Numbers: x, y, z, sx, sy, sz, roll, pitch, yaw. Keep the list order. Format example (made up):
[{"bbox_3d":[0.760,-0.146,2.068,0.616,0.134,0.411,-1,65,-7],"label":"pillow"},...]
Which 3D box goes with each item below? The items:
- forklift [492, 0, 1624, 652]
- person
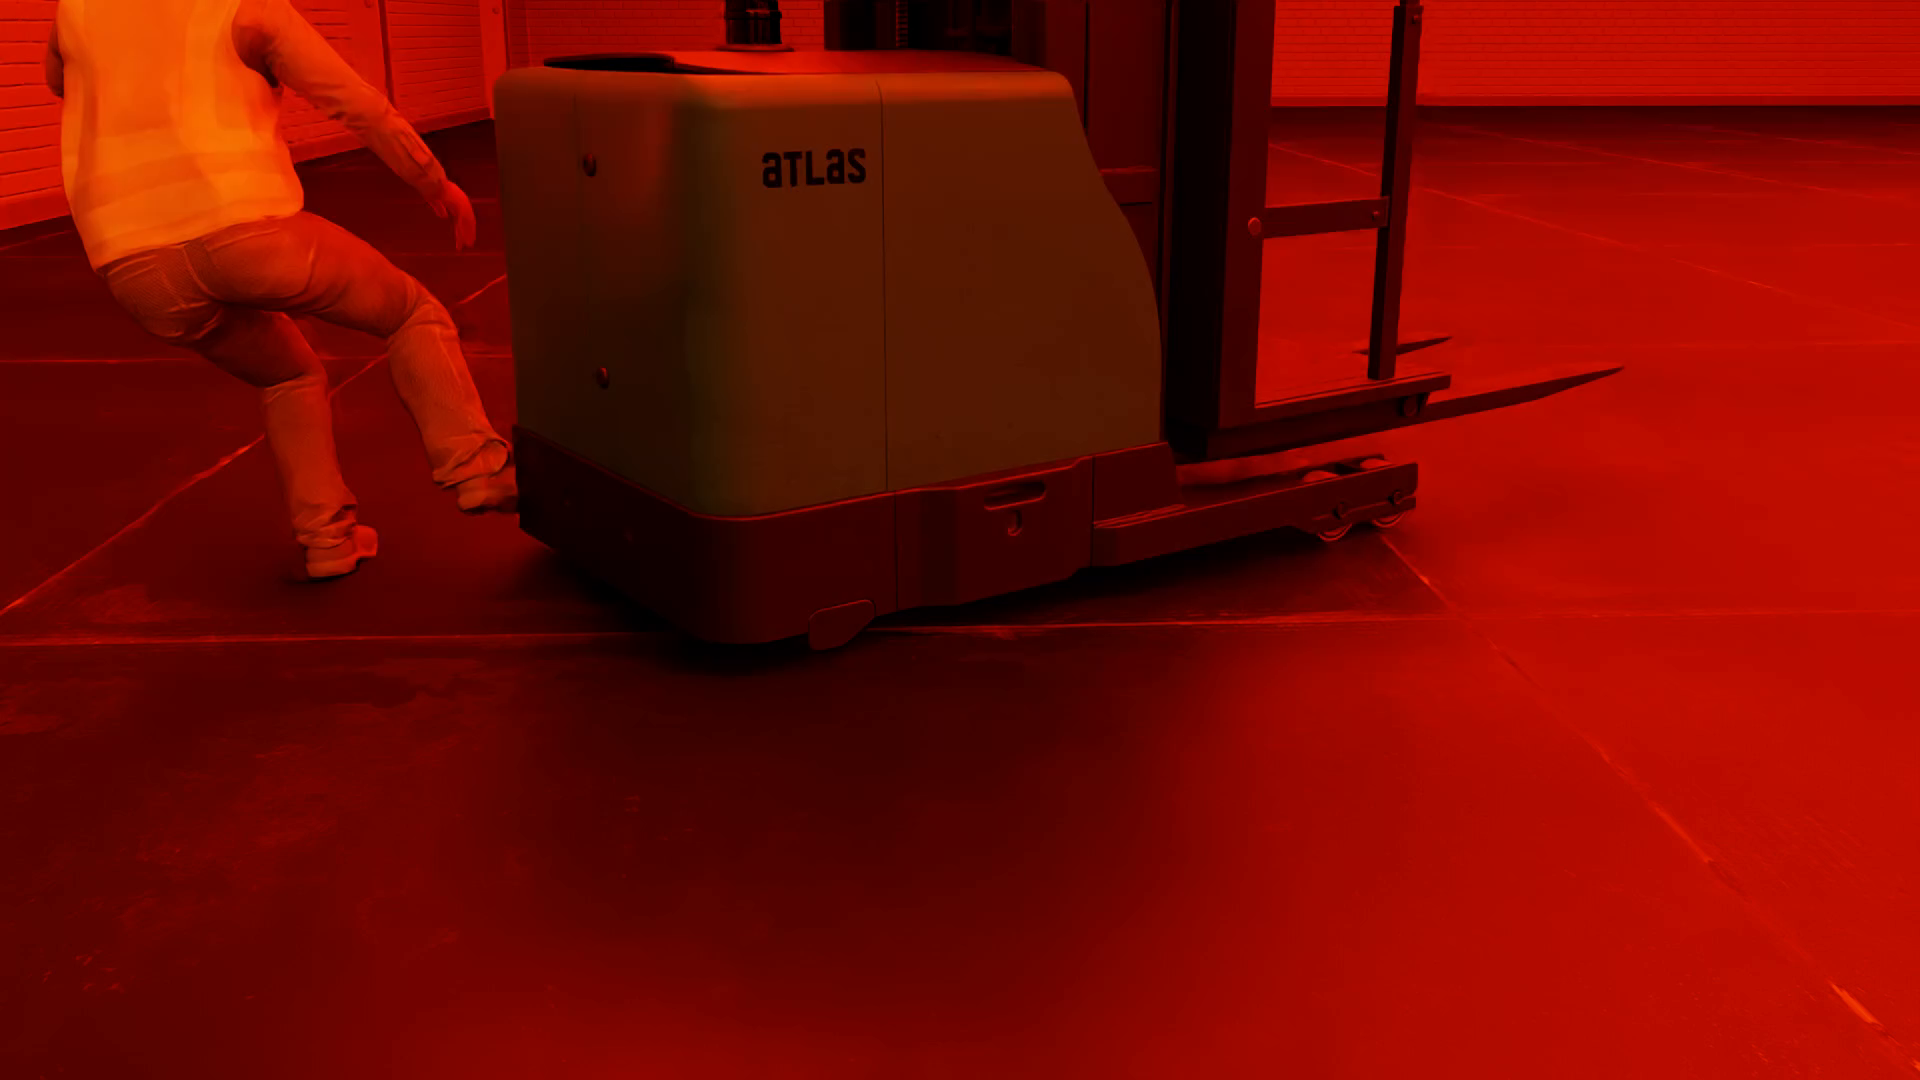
[{"bbox_3d":[0.493,-1.511,3.848,3.031,2.935,1.130,-12,21,-34],"label":"forklift"},{"bbox_3d":[-1.461,-0.721,3.692,1.105,1.532,0.916,0,17,-1],"label":"person"}]
